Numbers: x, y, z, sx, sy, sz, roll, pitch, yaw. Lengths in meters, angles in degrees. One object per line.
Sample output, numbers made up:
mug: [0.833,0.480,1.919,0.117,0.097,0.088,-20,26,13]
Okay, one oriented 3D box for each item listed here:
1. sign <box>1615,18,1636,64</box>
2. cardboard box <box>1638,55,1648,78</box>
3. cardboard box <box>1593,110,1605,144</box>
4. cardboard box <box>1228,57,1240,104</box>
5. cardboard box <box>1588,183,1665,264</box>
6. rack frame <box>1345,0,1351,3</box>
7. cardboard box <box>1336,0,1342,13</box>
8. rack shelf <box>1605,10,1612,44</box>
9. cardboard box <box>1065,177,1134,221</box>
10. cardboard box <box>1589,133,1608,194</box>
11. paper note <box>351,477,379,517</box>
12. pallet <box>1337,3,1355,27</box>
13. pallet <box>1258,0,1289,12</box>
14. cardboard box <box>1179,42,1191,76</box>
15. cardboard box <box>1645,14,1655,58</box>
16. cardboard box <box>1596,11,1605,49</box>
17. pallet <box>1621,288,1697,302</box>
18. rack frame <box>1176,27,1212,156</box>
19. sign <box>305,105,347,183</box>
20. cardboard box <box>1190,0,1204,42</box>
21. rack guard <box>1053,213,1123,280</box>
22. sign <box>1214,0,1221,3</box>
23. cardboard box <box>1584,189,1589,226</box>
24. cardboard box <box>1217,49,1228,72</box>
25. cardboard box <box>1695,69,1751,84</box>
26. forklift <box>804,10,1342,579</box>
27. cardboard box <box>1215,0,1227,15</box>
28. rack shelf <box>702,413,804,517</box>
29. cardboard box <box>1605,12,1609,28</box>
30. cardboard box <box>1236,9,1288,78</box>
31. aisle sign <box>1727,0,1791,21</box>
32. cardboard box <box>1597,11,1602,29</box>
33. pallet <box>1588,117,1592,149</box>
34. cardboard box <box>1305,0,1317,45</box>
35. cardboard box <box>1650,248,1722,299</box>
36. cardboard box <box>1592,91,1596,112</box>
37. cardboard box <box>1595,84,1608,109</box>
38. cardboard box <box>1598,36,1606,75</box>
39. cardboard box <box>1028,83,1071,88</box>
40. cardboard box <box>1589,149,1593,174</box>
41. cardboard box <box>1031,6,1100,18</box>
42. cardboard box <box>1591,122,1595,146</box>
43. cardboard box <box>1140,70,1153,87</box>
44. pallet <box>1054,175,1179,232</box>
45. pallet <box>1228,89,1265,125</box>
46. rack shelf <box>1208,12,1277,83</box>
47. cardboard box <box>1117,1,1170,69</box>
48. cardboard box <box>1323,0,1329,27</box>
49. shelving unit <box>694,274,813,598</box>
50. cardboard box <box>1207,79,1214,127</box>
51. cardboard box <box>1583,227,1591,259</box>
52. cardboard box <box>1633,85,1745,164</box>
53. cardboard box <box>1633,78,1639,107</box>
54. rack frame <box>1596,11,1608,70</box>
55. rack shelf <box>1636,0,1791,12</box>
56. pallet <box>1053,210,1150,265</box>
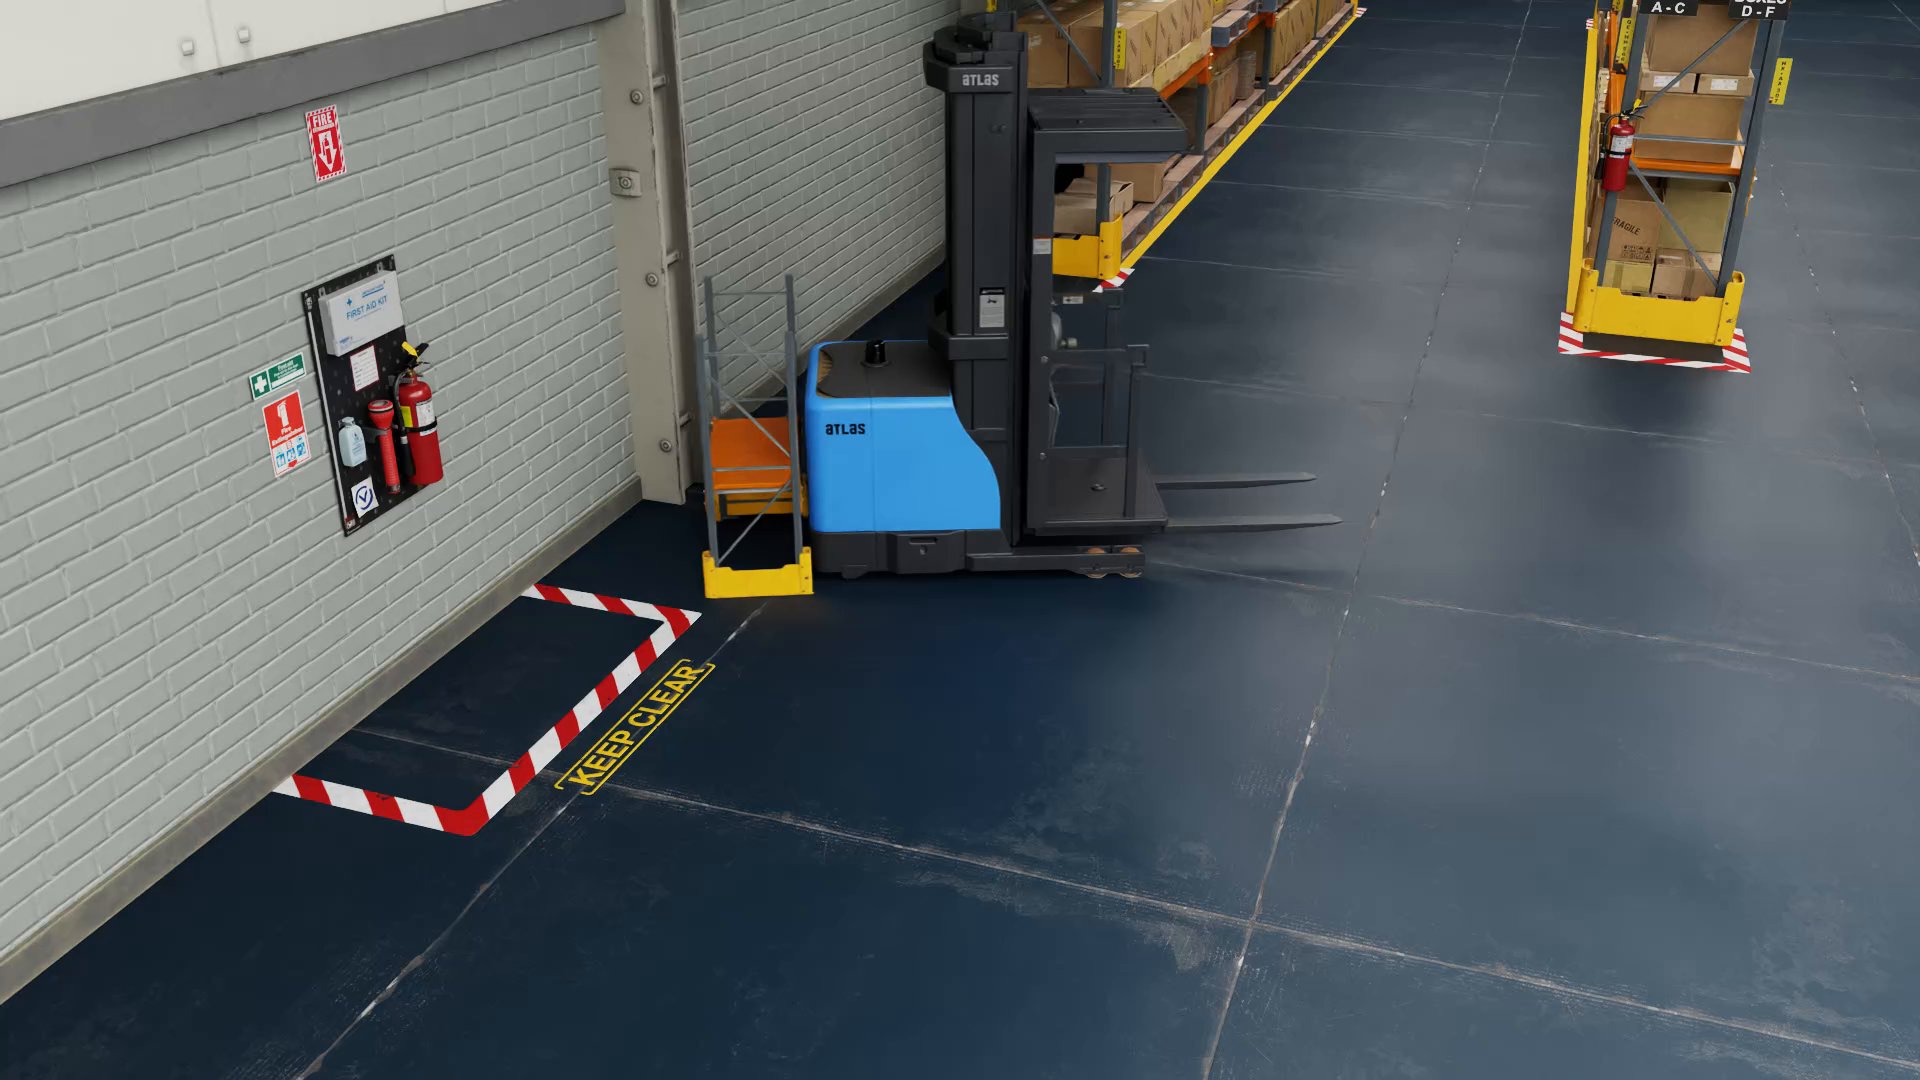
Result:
sign: [4.961,-3.718,12.386,0.100,0.325,0.005,9,27,17]
cardboard box: [5.586,-3.740,13.173,0.380,0.149,0.250,8,27,17]
cardboard box: [6.830,-4.276,17.169,0.500,0.311,0.500,10,27,19]
cardboard box: [2.986,-5.584,20.205,0.700,0.500,0.500,9,27,17]
cardboard box: [5.366,-2.558,13.404,0.500,0.500,0.500,9,27,17]
rack frame: [6.119,-10.297,27.576,1.000,3.000,0.127,9,27,17]
cardboard box: [5.814,-8.854,26.980,0.700,0.500,0.500,9,27,17]
rack shelf: [8.795,-6.791,21.159,1.077,0.370,4.000,9,27,17]
cardboard box: [1.300,-3.216,15.530,0.500,0.311,0.500,11,28,22]
cardboard box: [6.017,-3.382,15.106,0.500,0.500,0.500,9,27,17]
paper note: [-2.767,-0.200,7.733,0.016,0.148,0.142,9,27,17]
pallet: [5.927,-8.702,27.481,1.003,0.211,1.213,9,27,17]
pallet: [3.321,-6.615,20.191,1.213,0.211,1.003,9,27,17]
cardboard box: [1.928,-4.656,16.074,0.500,0.250,0.500,9,27,17]
cardboard box: [5.823,-4.063,13.096,0.700,0.500,0.500,8,27,16]
cardboard box: [9.383,-7.285,23.718,0.500,0.500,0.500,9,27,17]
pallet: [5.683,-2.071,13.784,1.003,0.211,1.213,9,27,17]
rack frame: [2.126,-5.366,17.391,1.000,3.000,0.127,9,27,17]
sign: [-2.739,-1.714,7.188,0.001,0.298,0.199,9,27,17]
cardboard box: [2.100,-5.200,16.336,0.500,0.500,0.500,9,27,17]
rack guard: [0.820,-2.628,14.605,1.175,0.500,0.348,9,27,17]
sign: [2.640,-5.680,17.046,0.100,0.325,0.005,9,27,17]
cardboard box: [6.016,-3.045,15.269,0.500,0.250,0.500,9,27,17]
cardboard box: [2.852,-5.680,19.541,0.500,0.250,0.500,9,27,17]
cardboard box: [5.887,-3.581,12.845,0.380,0.149,0.250,8,27,16]
forklift: [0.646,-1.334,9.141,3.031,2.935,1.130,-1,26,-3]
cardboard box: [2.521,-6.042,18.167,0.700,0.500,0.500,12,28,23]
rack shelf: [-1.149,-0.435,9.339,0.538,0.185,1.000,-2,26,-5]
cardboard box: [8.737,-6.773,21.799,0.500,0.250,0.500,9,27,18]
cardboard box: [3.826,-6.514,21.748,0.750,0.750,0.750,8,27,17]
aisle sign: [5.735,-4.104,11.801,0.394,0.787,0.004,9,27,17]
cardboard box: [10.011,-7.948,25.373,0.500,0.250,0.500,9,27,17]
pallet: [7.819,-4.705,19.226,1.003,0.211,1.213,9,27,17]
cardboard box: [4.695,-7.589,23.967,0.750,0.750,0.750,9,27,18]
cardboard box: [5.856,-2.145,13.411,0.500,0.250,0.500,9,27,17]
cardboard box: [7.679,-5.072,19.456,0.500,0.250,0.500,9,27,17]
cardboard box: [7.340,-4.898,18.454,0.500,0.311,0.500,8,27,16]
cardboard box: [8.561,-6.213,21.505,0.500,0.500,0.500,8,27,15]
cardboard box: [0.768,-3.884,14.479,0.500,0.250,0.500,9,27,18]
cardboard box: [6.663,-3.813,16.857,0.500,0.250,0.500,8,27,17]
cardboard box: [0.928,-4.431,14.749,0.500,0.500,0.500,9,27,18]
cardboard box: [7.174,-4.440,18.151,0.500,0.250,0.500,9,27,18]
cardboard box: [1.416,-4.034,14.788,0.500,0.250,0.500,8,27,16]
pallet: [1.532,-3.327,16.379,1.003,0.211,1.213,9,27,17]
pallet: [3.196,-5.434,20.731,1.003,0.211,1.213,9,27,17]
rack shelf: [2.792,-5.864,19.245,1.077,0.370,4.000,9,27,17]
cardboard box: [1.589,-4.567,15.029,0.500,0.500,0.500,8,27,16]
cardboard box: [5.304,-8.216,25.663,0.700,0.500,0.500,8,27,17]
shelving unit: [-1.150,-0.600,9.269,0.587,1.500,1.083,-2,26,-5]
cardboard box: [2.480,-4.963,18.923,0.700,0.500,0.500,8,27,16]
cardboard box: [5.523,-2.427,13.994,0.500,0.250,0.500,9,27,17]
cardboard box: [5.635,-3.240,12.886,0.700,0.500,0.500,9,27,17]
cardboard box: [6.148,-3.877,14.201,0.700,0.500,0.500,10,27,19]
rack frame: [9.461,-7.937,22.700,1.000,3.000,0.127,9,27,17]
rack shelf: [6.133,-4.854,13.716,1.077,0.370,4.000,9,27,17]
pallet: [1.124,-2.827,15.347,1.003,0.211,1.213,9,27,17]
